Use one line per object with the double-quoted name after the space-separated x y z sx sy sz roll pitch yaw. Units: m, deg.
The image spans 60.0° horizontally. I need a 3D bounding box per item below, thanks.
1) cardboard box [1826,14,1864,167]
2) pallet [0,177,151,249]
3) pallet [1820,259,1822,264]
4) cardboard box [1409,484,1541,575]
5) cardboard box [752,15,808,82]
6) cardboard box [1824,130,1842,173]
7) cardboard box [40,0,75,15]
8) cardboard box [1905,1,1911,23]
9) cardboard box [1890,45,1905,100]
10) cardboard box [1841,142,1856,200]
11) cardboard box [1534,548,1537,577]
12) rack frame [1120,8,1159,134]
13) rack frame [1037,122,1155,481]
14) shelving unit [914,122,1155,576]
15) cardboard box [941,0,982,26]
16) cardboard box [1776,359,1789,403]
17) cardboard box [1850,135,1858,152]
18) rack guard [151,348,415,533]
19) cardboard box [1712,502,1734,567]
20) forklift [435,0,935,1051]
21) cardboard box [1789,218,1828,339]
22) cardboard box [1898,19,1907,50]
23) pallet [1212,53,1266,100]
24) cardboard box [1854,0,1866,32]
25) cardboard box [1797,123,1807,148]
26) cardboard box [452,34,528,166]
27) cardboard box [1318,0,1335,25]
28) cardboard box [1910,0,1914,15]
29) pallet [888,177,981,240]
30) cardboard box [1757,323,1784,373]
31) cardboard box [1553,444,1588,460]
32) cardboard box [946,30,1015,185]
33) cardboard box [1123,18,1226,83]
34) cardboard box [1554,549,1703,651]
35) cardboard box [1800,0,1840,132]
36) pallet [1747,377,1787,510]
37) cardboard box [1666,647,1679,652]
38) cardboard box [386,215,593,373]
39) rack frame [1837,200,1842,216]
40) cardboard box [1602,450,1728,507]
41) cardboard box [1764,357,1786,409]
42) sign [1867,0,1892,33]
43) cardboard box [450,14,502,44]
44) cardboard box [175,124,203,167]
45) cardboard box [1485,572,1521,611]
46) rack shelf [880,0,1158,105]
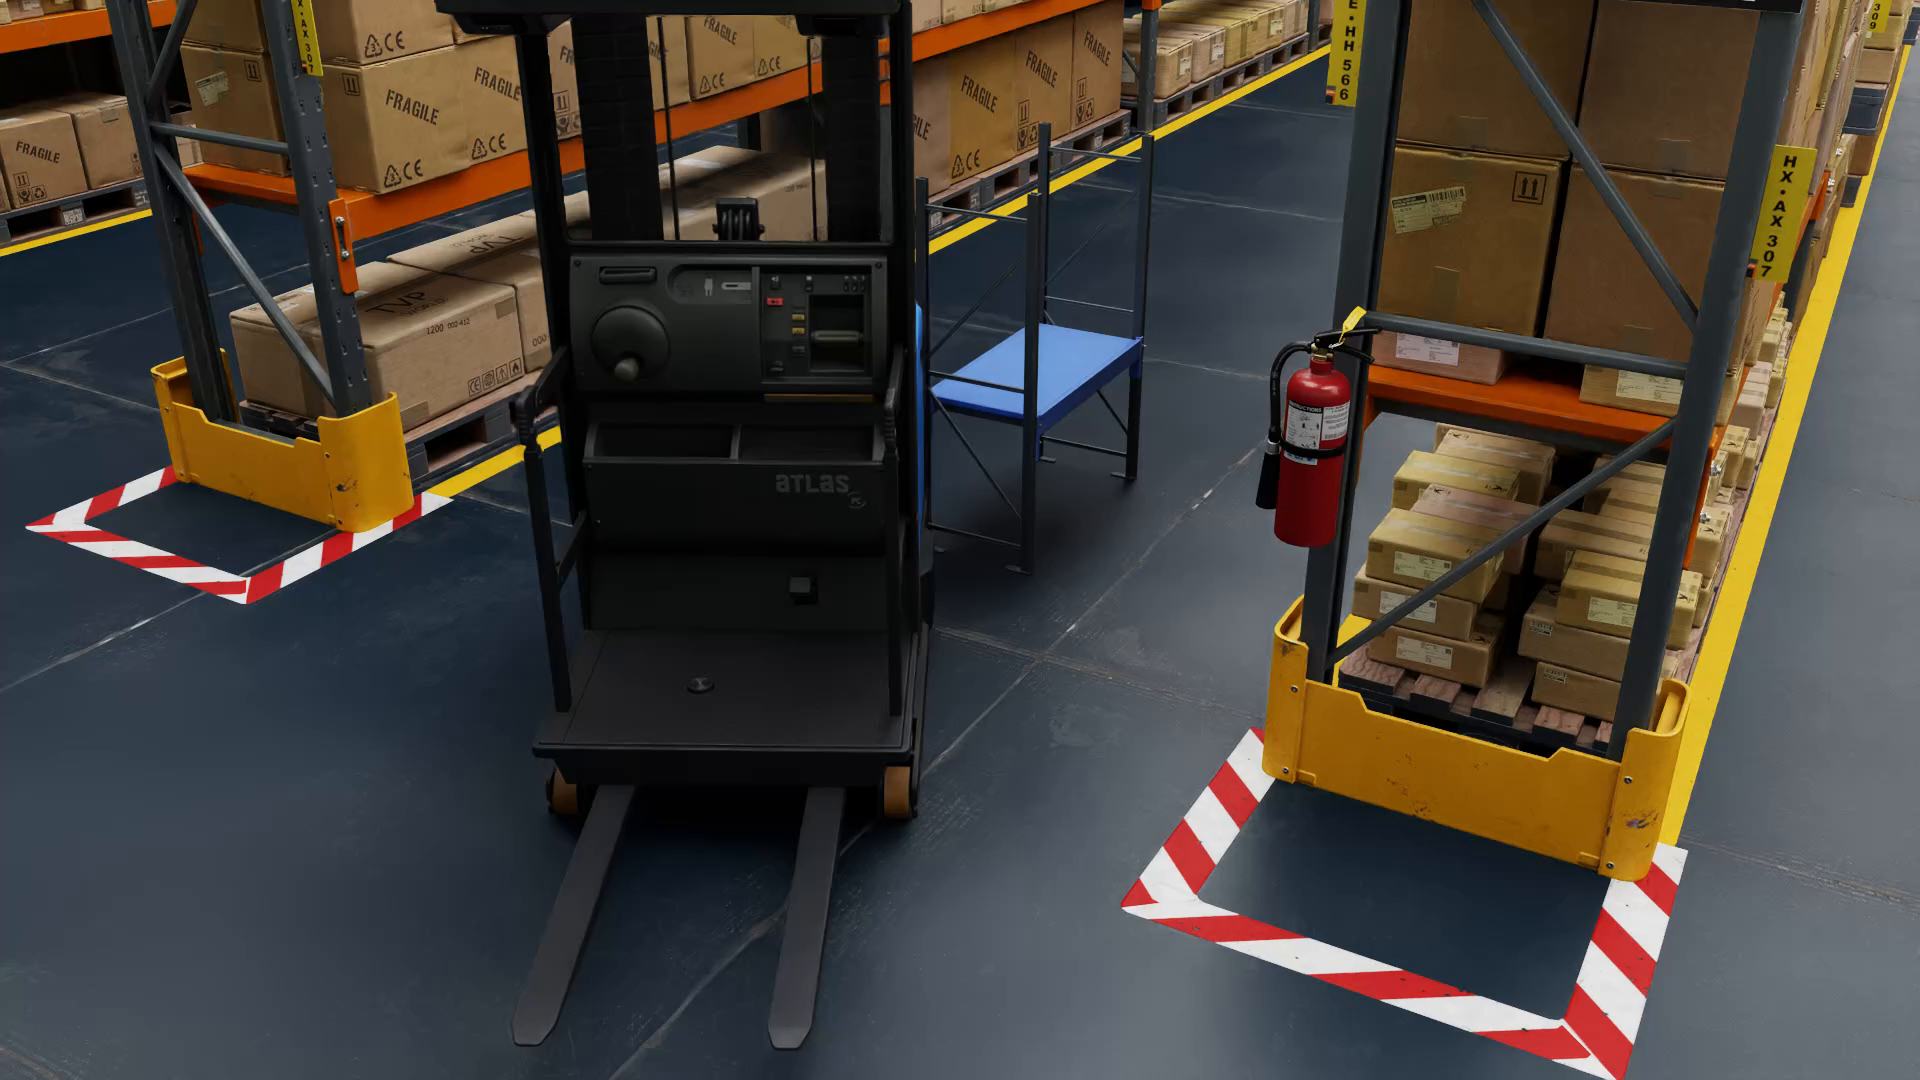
3.213 -1.796 6.544 0.500 0.500 0.500 13 30 25 "cardboard box"
-6.159 -2.222 10.953 1.003 0.211 1.213 14 30 26 "pallet"
5.044 -2.079 10.668 1.003 0.211 1.213 14 30 26 "pallet"
1.707 -0.039 5.528 0.380 0.149 0.250 15 30 27 "cardboard box"
-1.152 -2.728 8.737 0.500 0.500 0.500 13 30 25 "cardboard box"
3.493 -1.672 7.020 0.380 0.149 0.250 13 30 25 "cardboard box"
-5.852 -3.431 10.533 0.380 0.149 0.250 15 30 27 "cardboard box"
4.436 -2.636 8.144 0.380 0.149 0.250 13 29 24 "cardboard box"
7.170 -4.109 13.652 1.050 0.750 0.750 14 30 26 "cardboard box"
5.333 -2.386 10.489 0.500 0.500 0.500 14 30 26 "cardboard box"
1.925 0.018 6.079 0.380 0.149 0.250 15 30 27 "cardboard box"
1.070 -4.681 12.750 1.000 3.000 0.127 14 30 26 "rack frame"
0.549 -0.990 7.052 0.500 1.500 0.032 14 30 25 "rack frame"
0.305 -0.790 6.653 0.538 1.500 1.048 14 30 25 "shelving unit"
-0.198 -3.370 10.300 0.500 0.250 0.500 13 30 25 "cardboard box"
3.565 -0.757 7.626 0.380 0.149 0.250 15 30 27 "cardboard box"
5.082 -2.512 9.903 0.500 0.250 0.500 15 30 27 "cardboard box"
-2.877 -0.436 7.063 1.175 0.500 0.348 14 30 26 "rack guard"
2.666 -0.051 6.217 0.380 0.149 0.250 13 29 24 "cardboard box"
-0.679 -0.604 4.683 1.130 2.935 3.031 1 27 1 "forklift"
4.056 -1.371 8.461 0.500 0.500 0.500 15 30 28 "cardboard box"
4.438 -2.503 8.210 0.380 0.149 0.250 15 30 27 "cardboard box"
2.057 -4.212 14.928 1.003 0.211 1.213 14 30 26 "pallet"
3.216 -2.251 6.335 0.500 0.500 0.500 13 29 25 "cardboard box"
2.196 -1.019 4.990 0.500 0.500 0.500 14 30 26 "cardboard box"
-2.155 -1.935 7.153 0.500 0.500 0.500 14 30 25 "cardboard box"
3.563 -5.369 16.726 0.500 0.250 0.500 13 29 24 "cardboard box"
5.080 -3.014 9.232 0.380 0.149 0.250 13 29 24 "cardboard box"
-0.584 -2.192 10.894 1.003 0.211 1.213 14 30 26 "pallet"
3.306 -0.848 7.143 0.380 0.149 0.250 14 30 26 "cardboard box"
2.216 -0.450 6.349 0.380 0.149 0.250 13 29 24 "cardboard box"
-0.225 -2.973 11.242 0.875 0.875 0.875 15 30 28 "cardboard box"
1.713 -4.201 14.258 0.950 0.372 0.625 14 30 25 "cardboard box"
2.047 0.179 5.092 0.380 0.149 0.250 13 29 24 "cardboard box"
2.188 -1.452 4.739 0.500 0.500 0.500 15 30 28 "cardboard box"
3.162 -0.555 7.623 1.003 0.211 1.213 14 30 26 "pallet"
2.159 0.199 5.384 0.380 0.149 0.250 14 30 26 "cardboard box"
-2.185 -1.243 8.275 0.875 0.438 0.875 15 30 27 "cardboard box"
5.429 -3.630 10.651 1.000 3.000 0.127 14 30 26 "rack frame"
2.508 -0.246 5.941 0.380 0.149 0.250 15 30 28 "cardboard box"
3.345 -0.708 7.197 0.380 0.149 0.250 13 29 24 "cardboard box"
3.938 -2.342 7.111 0.100 0.325 0.005 14 30 26 "sign"
-2.133 -2.382 6.929 0.500 0.500 0.500 13 30 25 "cardboard box"
-5.415 -2.758 11.494 0.396 0.266 0.258 15 30 28 "cardboard box"
1.680 0.083 5.617 0.380 0.149 0.250 13 30 25 "cardboard box"
0.086 -3.580 11.354 1.077 0.370 4.000 14 30 26 "rack shelf"
